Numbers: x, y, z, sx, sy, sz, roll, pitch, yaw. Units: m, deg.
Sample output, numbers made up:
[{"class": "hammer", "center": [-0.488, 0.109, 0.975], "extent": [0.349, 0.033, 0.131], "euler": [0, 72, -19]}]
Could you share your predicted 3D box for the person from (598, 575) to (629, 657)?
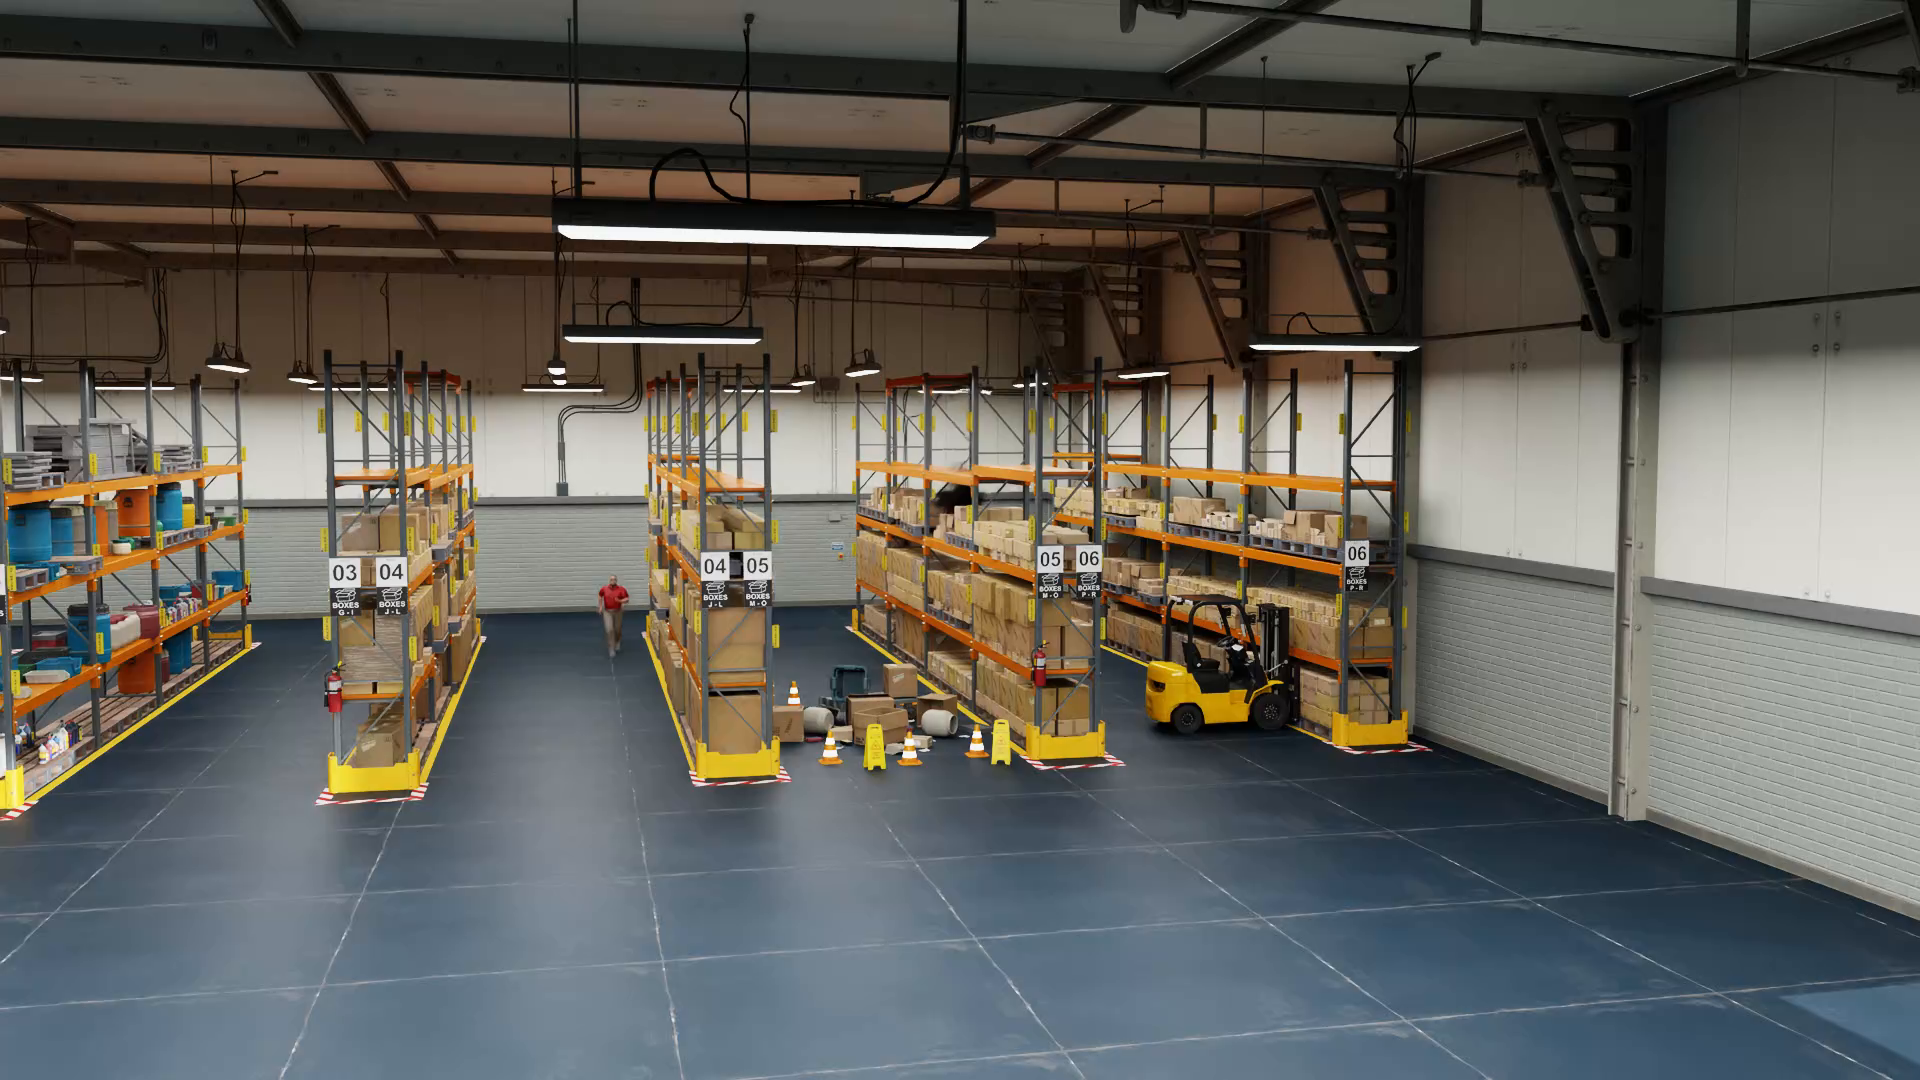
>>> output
[{"class": "person", "center": [-7.500, 1.608, 36.028], "extent": [0.659, 1.720, 0.990], "euler": [-1, 4, -12]}]
